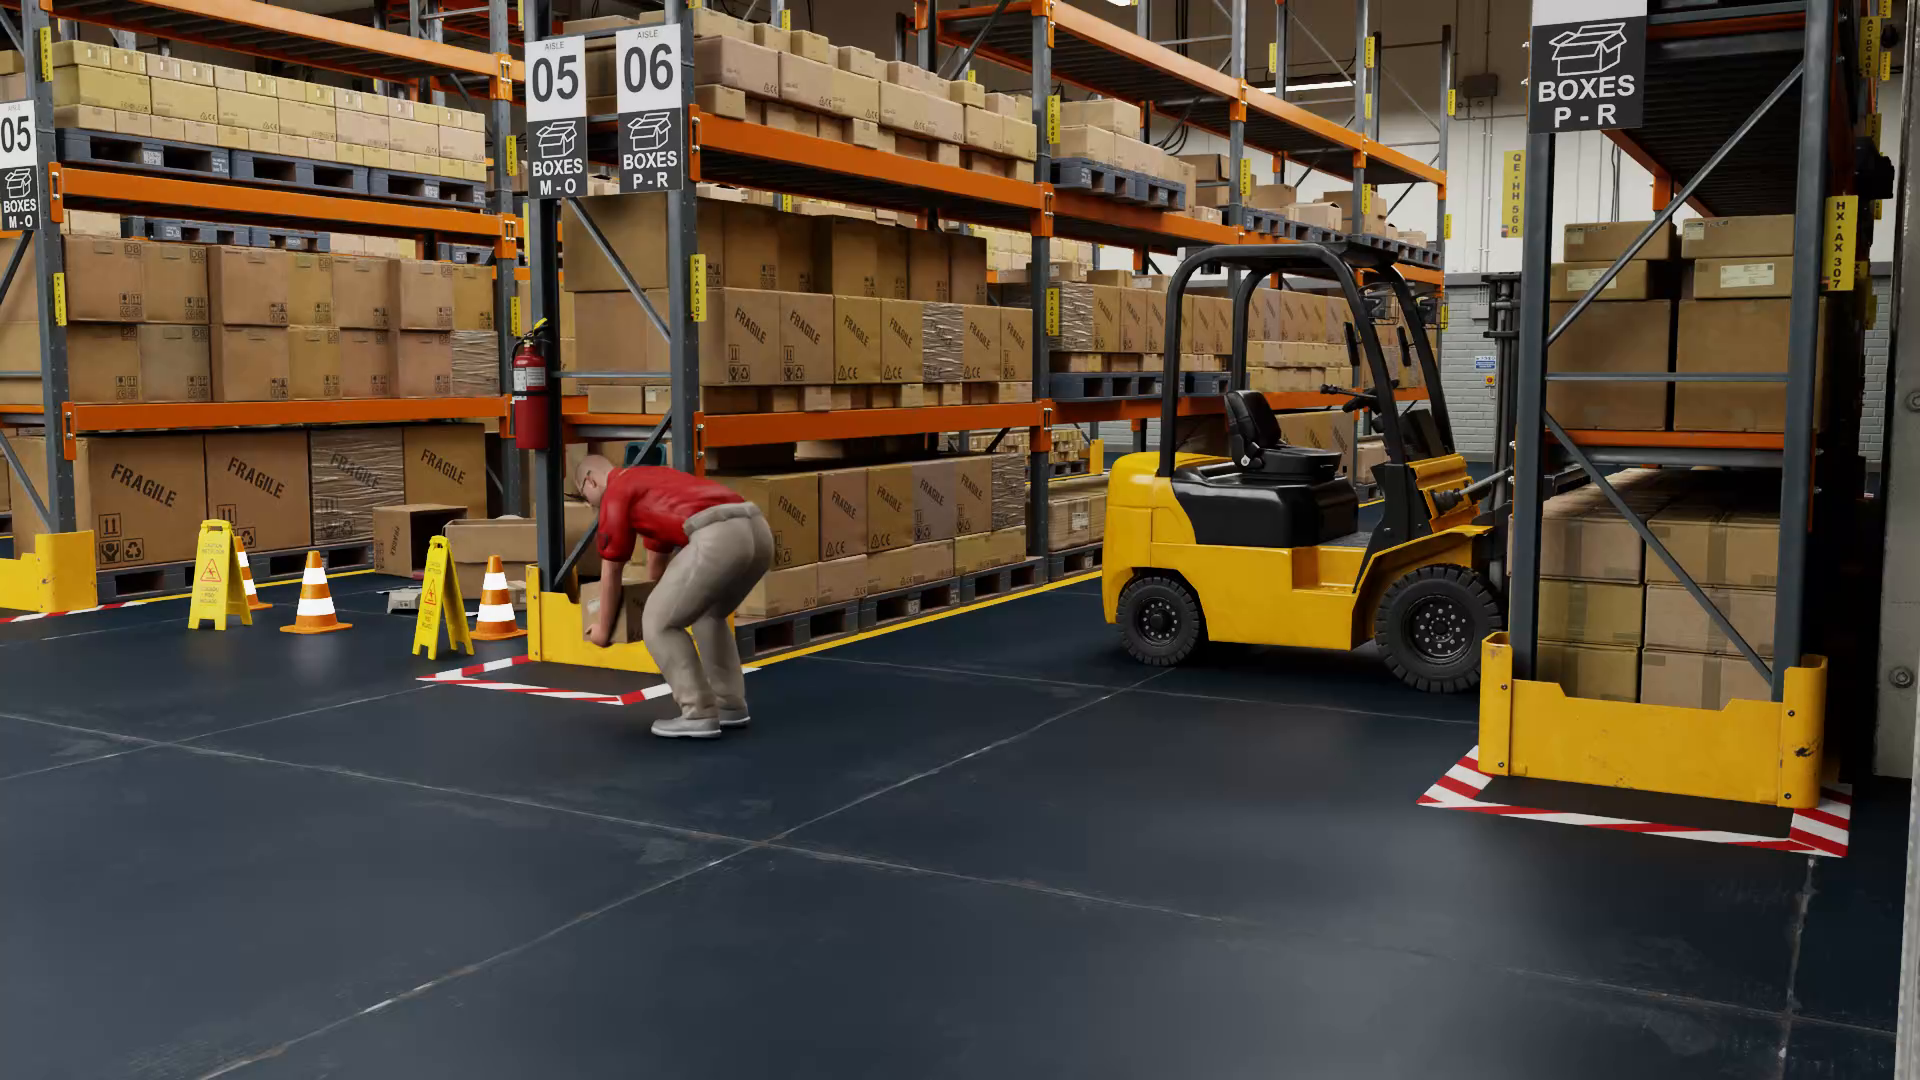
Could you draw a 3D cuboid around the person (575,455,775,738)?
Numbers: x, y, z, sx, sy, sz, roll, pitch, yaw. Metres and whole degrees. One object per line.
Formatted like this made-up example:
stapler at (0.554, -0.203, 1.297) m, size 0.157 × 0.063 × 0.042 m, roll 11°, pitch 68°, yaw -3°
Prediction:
person at (-1.249, 0.227, 7.131) m, size 0.931 × 1.170 × 0.508 m, roll 3°, pitch 7°, yaw 26°
